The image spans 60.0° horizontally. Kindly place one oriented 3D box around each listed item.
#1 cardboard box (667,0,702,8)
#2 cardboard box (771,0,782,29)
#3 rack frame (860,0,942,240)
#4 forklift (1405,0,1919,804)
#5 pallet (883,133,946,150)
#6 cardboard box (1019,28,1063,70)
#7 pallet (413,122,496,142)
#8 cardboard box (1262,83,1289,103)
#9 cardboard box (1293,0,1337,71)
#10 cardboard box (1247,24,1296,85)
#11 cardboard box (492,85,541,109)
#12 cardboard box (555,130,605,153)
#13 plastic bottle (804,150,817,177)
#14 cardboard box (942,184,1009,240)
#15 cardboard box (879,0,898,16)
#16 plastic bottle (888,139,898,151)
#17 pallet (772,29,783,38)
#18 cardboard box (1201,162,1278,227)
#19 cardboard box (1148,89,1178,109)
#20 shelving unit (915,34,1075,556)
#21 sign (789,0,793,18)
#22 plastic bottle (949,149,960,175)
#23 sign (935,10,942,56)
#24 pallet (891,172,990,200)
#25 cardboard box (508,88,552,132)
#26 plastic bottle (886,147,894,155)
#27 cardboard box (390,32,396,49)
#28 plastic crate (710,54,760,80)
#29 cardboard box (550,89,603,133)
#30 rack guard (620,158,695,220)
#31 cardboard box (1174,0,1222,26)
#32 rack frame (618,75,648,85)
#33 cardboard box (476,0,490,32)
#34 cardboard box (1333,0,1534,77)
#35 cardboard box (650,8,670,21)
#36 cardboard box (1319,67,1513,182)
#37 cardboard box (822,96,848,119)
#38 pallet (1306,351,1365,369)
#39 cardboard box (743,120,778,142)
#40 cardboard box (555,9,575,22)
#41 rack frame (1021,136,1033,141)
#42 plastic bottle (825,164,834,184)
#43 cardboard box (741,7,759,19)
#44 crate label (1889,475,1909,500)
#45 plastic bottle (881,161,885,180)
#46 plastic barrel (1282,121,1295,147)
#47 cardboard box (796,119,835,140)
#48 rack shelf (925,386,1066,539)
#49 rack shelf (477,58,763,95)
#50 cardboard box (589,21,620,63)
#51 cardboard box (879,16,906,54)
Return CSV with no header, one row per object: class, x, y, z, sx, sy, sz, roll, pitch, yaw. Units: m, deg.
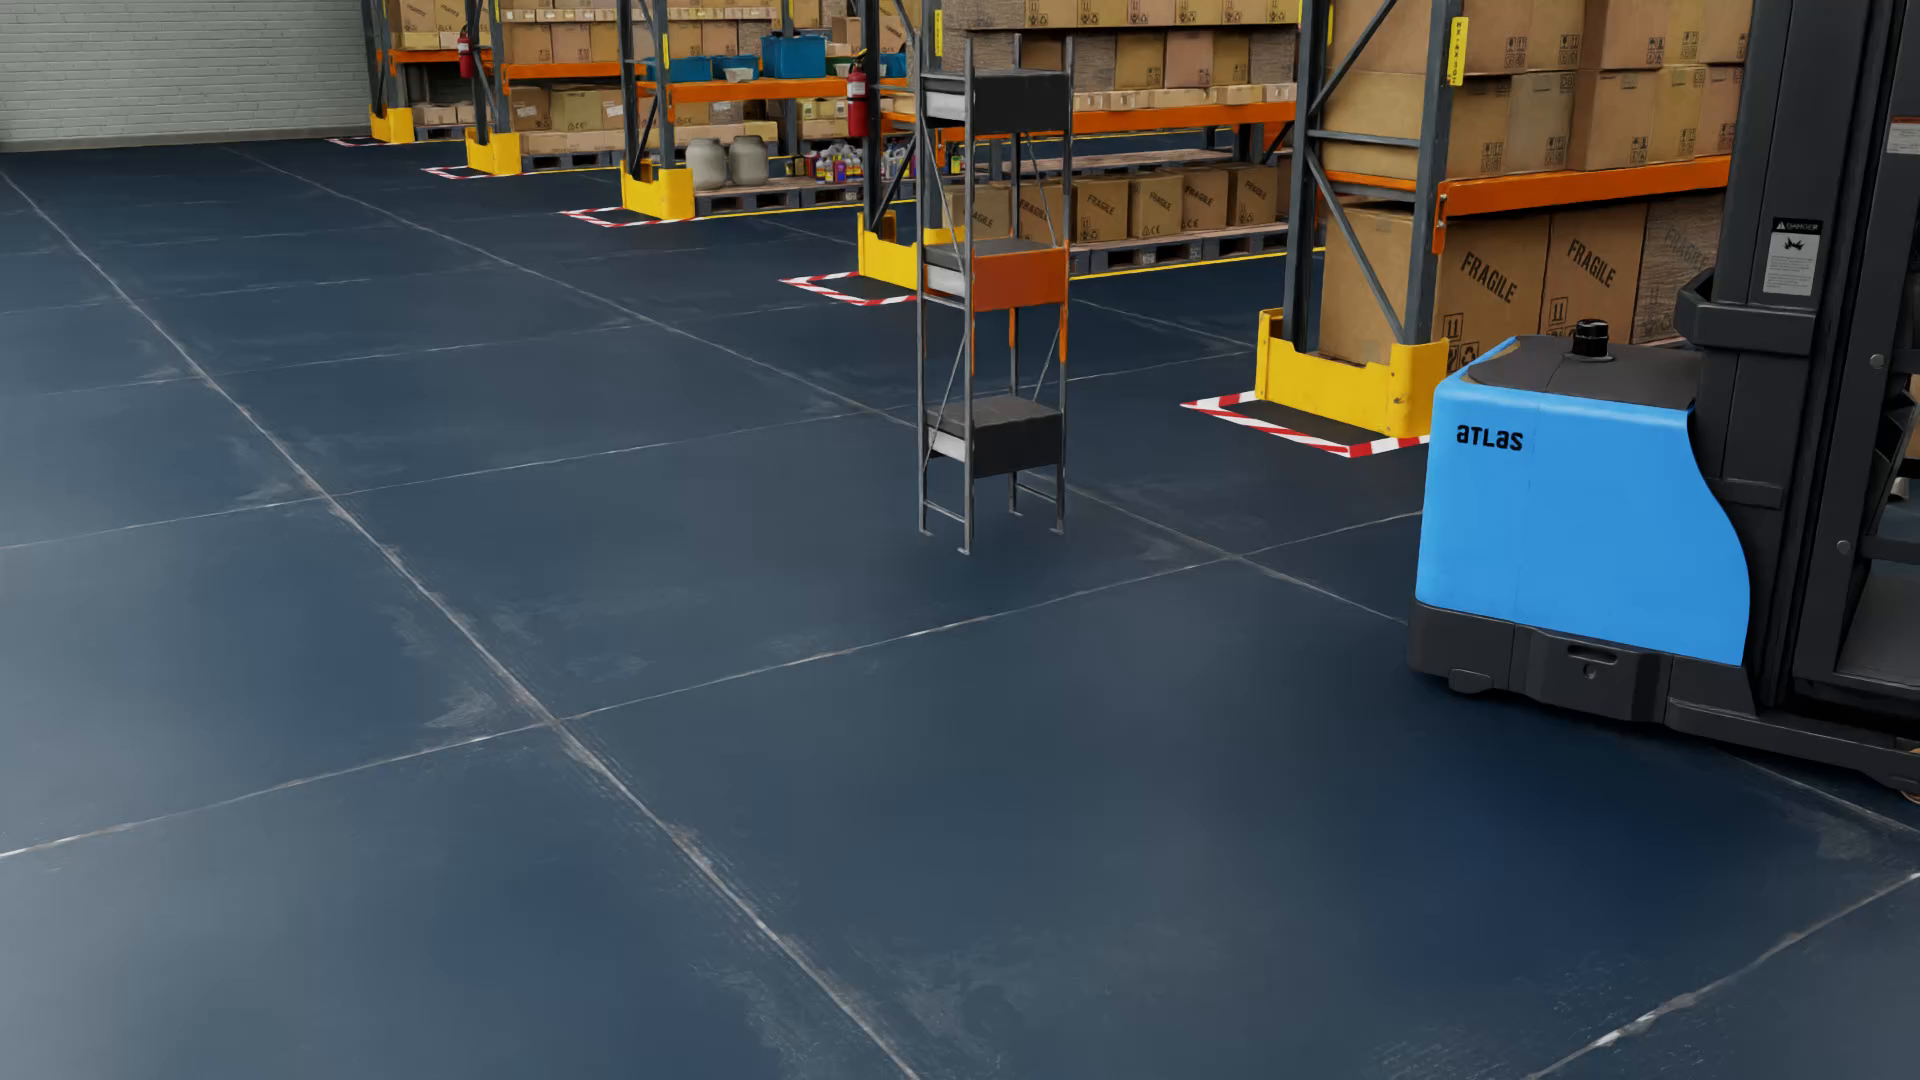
cardboard box,-3.772,-7.246,21.812,0.500,0.500,0.700,-12,22,-31
cardboard box,-3.367,-8.815,27.792,0.500,0.500,0.700,-12,22,-31
rack frame,-0.460,-3.486,12.873,0.127,3.000,1.000,-12,22,-31
forklift,3.062,-0.764,4.927,3.031,2.935,1.130,12,22,31
pallet,-0.951,-5.876,24.297,1.213,0.211,1.003,-12,22,-31
cardboard box,0.366,-3.884,13.429,0.500,0.500,0.875,-12,22,-31
pallet,-7.872,-6.287,25.511,1.213,0.211,1.003,-12,22,-31
cardboard box,2.649,-3.914,14.530,0.250,0.149,0.380,-12,22,-31
cardboard box,3.621,-4.776,15.097,1.000,1.000,1.000,-12,22,-31
cardboard box,2.471,-4.316,14.708,0.500,0.500,0.875,-12,22,-31
cardboard box,-6.889,-6.799,25.889,0.500,0.500,0.700,-14,23,-35
cardboard box,-4.920,-5.157,21.452,0.500,0.250,0.500,-12,22,-31
plastic bottle,-1.666,-4.207,18.571,0.135,0.276,0.152,-12,22,-31
cardboard box,0.070,-2.606,13.518,0.500,0.500,0.500,-8,20,-21
cardboard box,-1.405,-9.085,28.782,0.500,0.500,0.500,-11,22,-30
plastic bottle,-0.746,-4.438,19.137,0.185,0.351,0.144,-11,22,-30
pallet,-3.582,-8.419,27.765,1.213,0.211,1.003,-12,22,-31
cardboard box,2.524,-3.146,15.113,0.500,0.500,0.500,-13,22,-33
cardboard box,1.602,-3.695,13.883,0.250,0.149,0.380,-12,22,-31
shelving unit,0.138,-1.024,6.995,0.503,2.100,0.431,-12,22,-31
sign,-2.258,-7.140,22.207,0.005,0.325,0.100,-12,22,-31
plastic bottle,-0.064,-4.264,18.729,0.133,0.283,0.061,-11,21,-29
sign,-0.162,-3.751,12.305,0.005,0.325,0.100,-12,22,-31
pallet,-0.427,-4.087,19.005,1.213,0.211,1.003,-12,22,-31
cardboard box,-5.621,-5.562,21.480,0.500,0.500,0.500,-12,22,-31
plastic bottle,-0.801,-4.342,18.979,0.097,0.271,0.097,0,19,0
cardboard box,-8.349,-7.533,25.048,0.500,0.250,0.500,-12,22,-31
plastic crate,-2.385,-5.022,17.647,0.408,0.251,0.499,-12,22,-31
cardboard box,-4.919,-5.512,21.331,0.500,0.500,0.500,-12,22,-31
rack guard,-3.147,-3.653,17.269,0.348,0.500,1.175,-12,22,-31
cardboard box,1.821,-4.524,13.760,0.500,0.500,0.500,-12,22,-31
rack frame,-5.292,-8.165,26.714,0.127,3.000,1.000,-12,22,-31
cardboard box,-7.216,-7.932,25.055,0.500,0.500,0.500,-13,22,-33
cardboard box,2.514,-2.779,8.862,0.550,0.550,0.875,-12,22,-31
cardboard box,-3.955,-6.820,21.564,0.250,0.149,0.380,-11,22,-30
cardboard box,2.468,-2.290,9.101,0.550,0.550,0.875,-12,22,-31
cardboard box,-1.662,-6.096,23.355,0.500,0.311,0.500,-12,22,-32
pallet,2.808,-0.982,9.821,1.213,0.211,1.003,-12,22,-31
cardboard box,-2.832,-5.597,22.755,0.500,0.250,0.500,-12,22,-31
cardboard box,-5.031,-6.593,20.895,0.250,0.149,0.380,-12,22,-31
rack frame,0.776,-7.546,24.881,0.127,3.000,1.000,-12,22,-31
plastic bottle,-1.412,-3.948,17.921,0.097,0.201,0.097,0,19,0
cardboard box,-2.882,-7.047,22.238,0.250,0.149,0.380,-12,22,-33
crate label,4.368,-0.292,7.895,0.250,0.136,0.298,9,21,25
plastic bottle,-0.874,-4.061,18.257,0.097,0.201,0.097,0,19,0
plastic barrel,4.319,-5.455,21.924,0.421,0.512,0.421,0,19,0
cardboard box,-2.092,-5.742,23.184,0.500,0.250,0.500,-13,22,-33
rack shelf,0.138,-0.348,7.223,0.480,0.518,0.431,-12,22,-31
rack shelf,-4.235,-6.148,21.870,4.000,0.370,1.077,-12,22,-31
cardboard box,-4.655,-6.442,21.461,0.500,0.500,0.700,-12,22,-31
cardboard box,-1.056,-7.200,23.703,0.500,0.500,0.500,-12,22,-31
